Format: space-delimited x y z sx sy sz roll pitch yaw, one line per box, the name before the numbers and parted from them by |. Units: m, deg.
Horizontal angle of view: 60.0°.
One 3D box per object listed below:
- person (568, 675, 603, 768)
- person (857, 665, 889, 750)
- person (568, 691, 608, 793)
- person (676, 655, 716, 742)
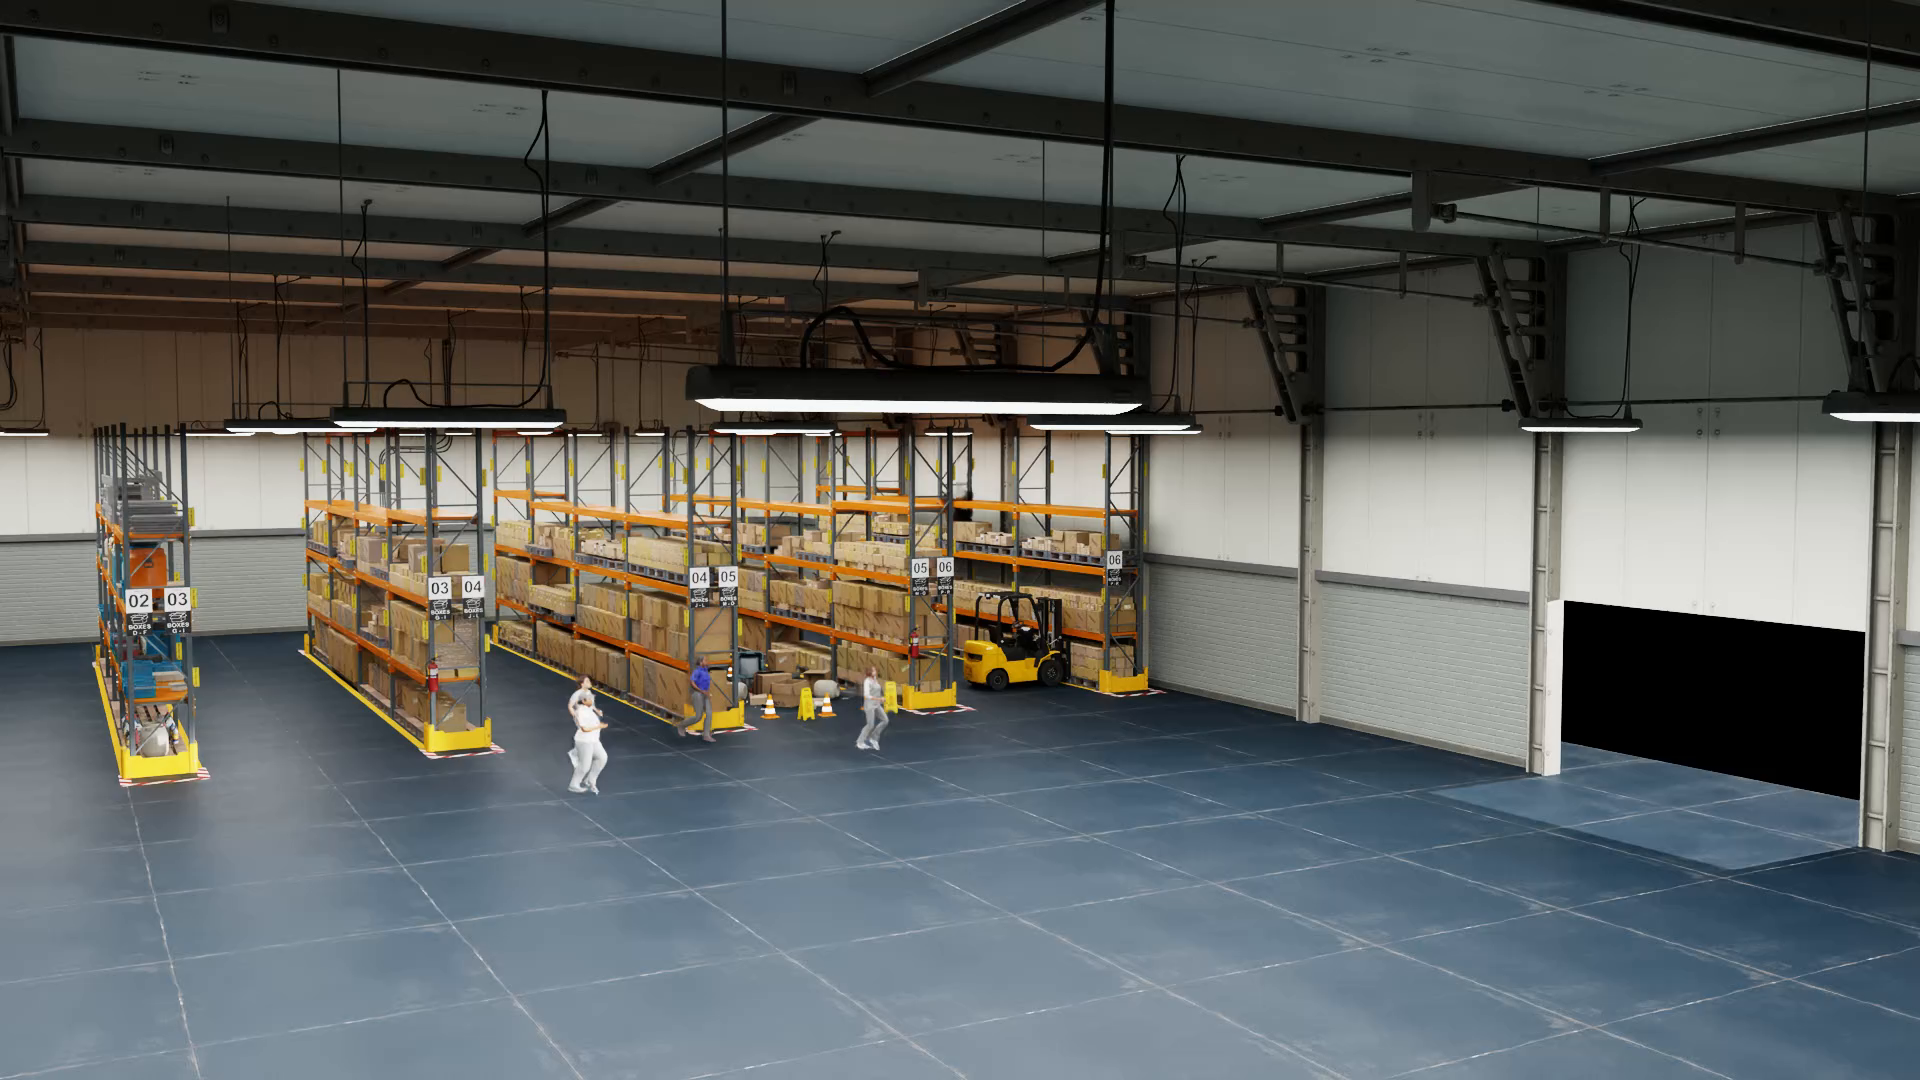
person | -6.499 3.156 28.861 0.549 1.638 0.576 1 4 11
person | -1.608 3.080 30.584 0.629 1.578 0.545 2 4 24
person | -5.985 3.279 26.824 0.661 1.695 0.586 0 3 1
person | -4.936 3.002 31.633 0.818 1.615 0.609 1 4 20
